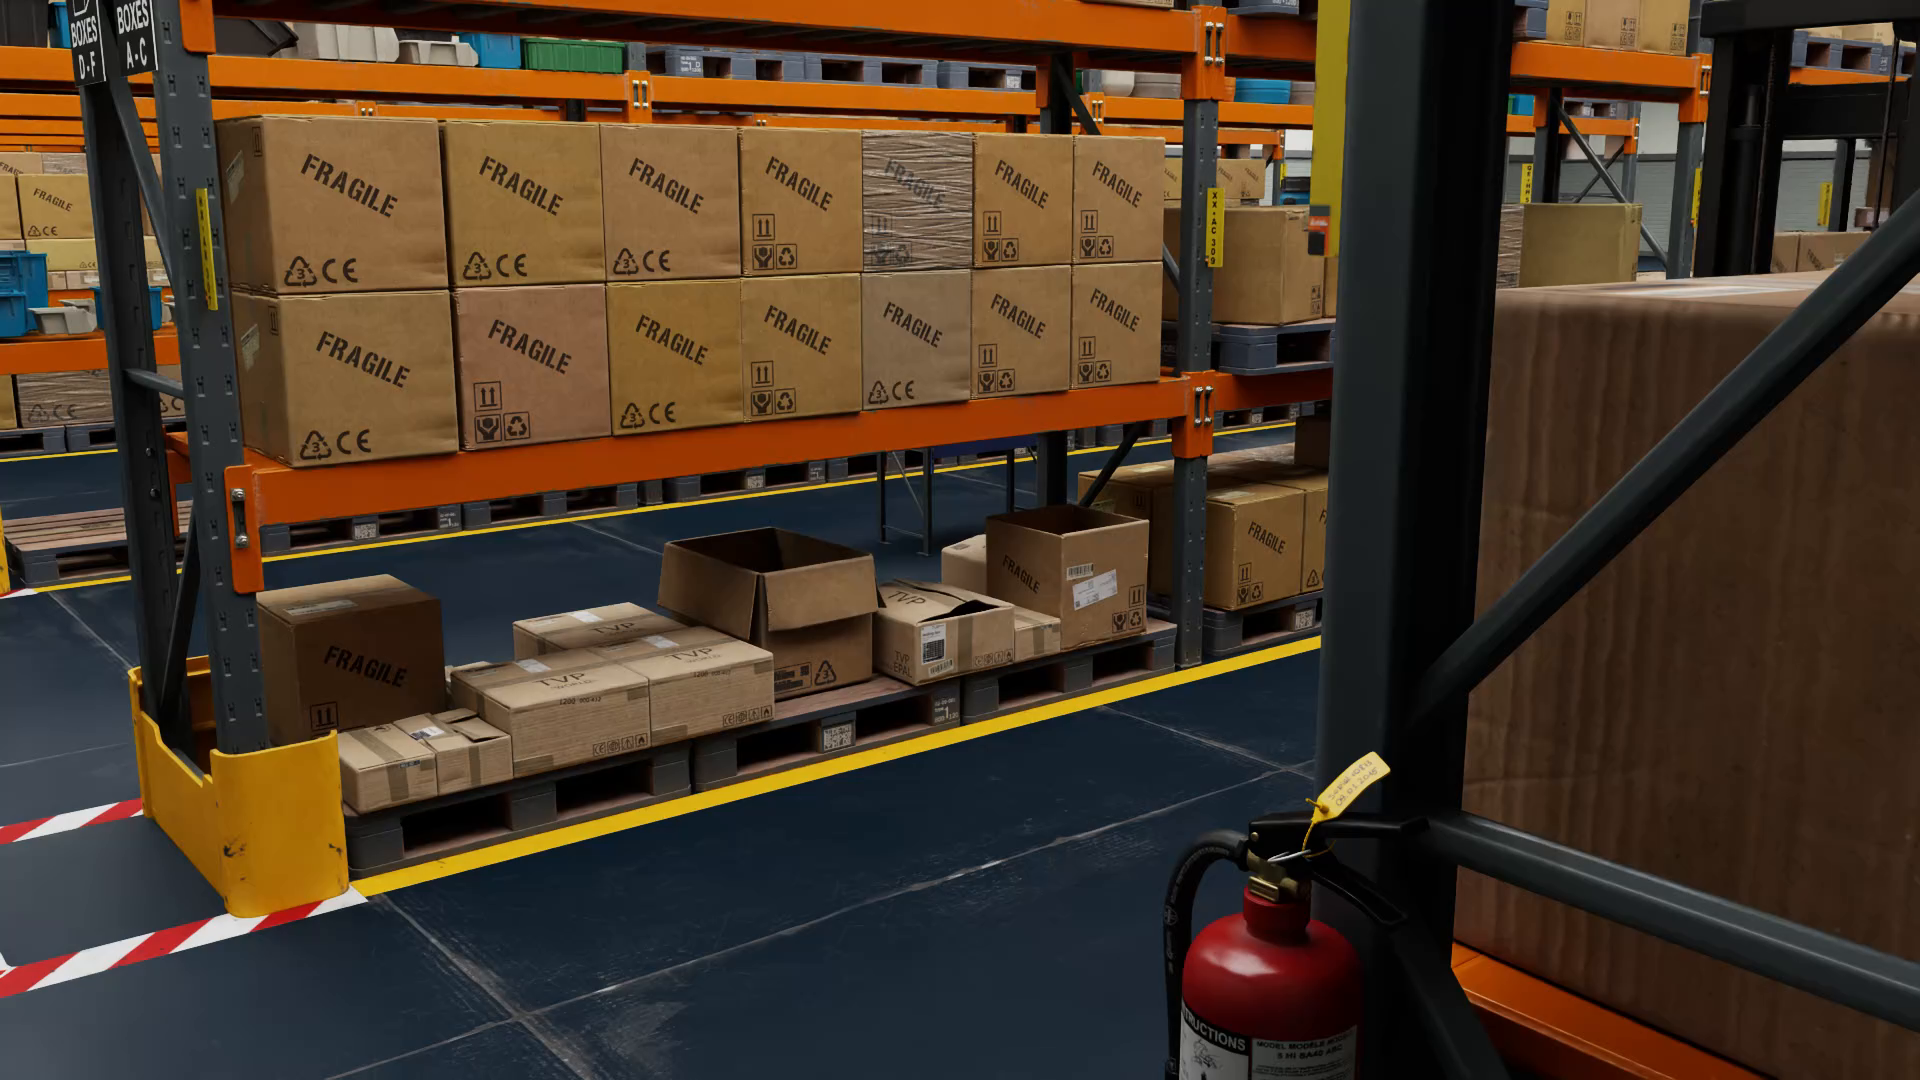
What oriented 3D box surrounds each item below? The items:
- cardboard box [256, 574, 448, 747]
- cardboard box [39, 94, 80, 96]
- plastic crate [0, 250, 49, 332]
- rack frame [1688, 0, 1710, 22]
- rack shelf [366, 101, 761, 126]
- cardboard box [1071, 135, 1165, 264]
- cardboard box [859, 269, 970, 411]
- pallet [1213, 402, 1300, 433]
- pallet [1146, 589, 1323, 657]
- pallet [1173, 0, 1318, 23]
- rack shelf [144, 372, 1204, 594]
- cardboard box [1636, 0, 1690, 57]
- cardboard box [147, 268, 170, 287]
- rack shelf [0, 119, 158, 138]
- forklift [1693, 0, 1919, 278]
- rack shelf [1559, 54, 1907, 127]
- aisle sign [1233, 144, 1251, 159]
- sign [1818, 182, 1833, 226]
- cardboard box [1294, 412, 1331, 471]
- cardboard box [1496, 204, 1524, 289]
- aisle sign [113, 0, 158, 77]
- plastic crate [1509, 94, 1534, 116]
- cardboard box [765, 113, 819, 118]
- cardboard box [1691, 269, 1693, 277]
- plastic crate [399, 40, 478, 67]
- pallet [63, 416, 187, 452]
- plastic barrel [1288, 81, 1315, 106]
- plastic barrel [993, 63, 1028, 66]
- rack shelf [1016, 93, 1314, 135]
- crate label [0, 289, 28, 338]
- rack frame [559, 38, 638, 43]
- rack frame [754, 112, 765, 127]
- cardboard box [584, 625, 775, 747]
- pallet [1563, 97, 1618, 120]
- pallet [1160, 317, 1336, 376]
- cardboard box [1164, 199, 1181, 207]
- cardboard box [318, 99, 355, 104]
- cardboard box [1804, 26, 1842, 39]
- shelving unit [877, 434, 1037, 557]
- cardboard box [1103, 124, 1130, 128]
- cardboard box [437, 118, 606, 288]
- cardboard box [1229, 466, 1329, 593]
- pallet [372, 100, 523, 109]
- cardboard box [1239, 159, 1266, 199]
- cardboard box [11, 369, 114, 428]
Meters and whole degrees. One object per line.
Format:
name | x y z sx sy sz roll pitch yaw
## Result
cardboard box | -2.128 0.439 5.783 0.500 0.500 0.500 -9 15 -38
cardboard box | -9.488 -4.559 17.503 0.500 0.250 0.500 -10 15 -38
plastic crate | -5.345 -1.382 9.172 0.499 0.435 0.616 -9 15 -38
rack frame | 3.848 -4.431 9.314 0.127 3.000 1.000 -9 15 -38
rack shelf | -3.899 -3.959 16.047 4.000 0.370 1.077 -9 15 -38
cardboard box | 0.492 -1.407 6.872 0.500 0.500 0.500 -9 15 -37
cardboard box | -0.307 -0.785 6.349 0.500 0.500 0.500 -9 15 -36
pallet | 2.338 -1.188 15.198 1.213 0.211 1.003 -9 15 -38
pallet | 1.336 0.275 8.308 1.213 0.211 1.003 -9 15 -38
pallet | 1.278 -2.426 7.546 1.003 0.211 1.213 -9 15 -38
rack shelf | -0.837 -0.366 6.345 4.000 0.370 1.077 -9 15 -38
cardboard box | 3.528 -2.950 9.323 0.500 0.500 0.910 -9 15 -38
cardboard box | -6.697 -2.169 13.711 0.250 0.149 0.380 -9 15 -37
rack shelf | -10.042 -4.258 17.453 4.000 0.370 1.077 -9 15 -38
forklift | 3.691 -0.772 6.694 3.031 2.935 1.130 -9 15 -36
rack shelf | 5.410 -2.871 10.922 4.000 0.370 1.077 -9 15 -38
aisle sign | 3.770 -5.470 22.392 0.004 0.787 0.394 -9 15 -38
sign | 6.624 -2.567 12.706 0.005 0.325 0.100 -9 15 -38
cardboard box | 2.035 -0.489 8.349 0.500 0.250 0.500 -9 15 -38
cardboard box | 2.593 -1.563 8.999 0.500 0.500 0.700 -6 13 -27
aisle sign | -2.269 -1.673 4.512 0.004 0.787 0.394 -9 15 -38
plastic crate | 5.703 -4.501 16.906 0.575 0.384 0.392 -9 15 -38
cardboard box | -1.812 -4.517 17.303 0.500 0.250 0.500 -9 15 -37
cardboard box | 4.667 -1.537 10.345 0.500 0.311 0.500 -10 15 -38
plastic crate | -3.122 -2.892 9.927 0.466 0.136 0.293 -9 15 -38
pallet | -7.057 -0.975 14.197 1.213 0.211 1.003 -9 15 -38
plastic barrel | 3.108 -4.345 14.927 0.600 0.901 0.600 0 12 0
plastic barrel | 0.311 -4.110 12.979 0.708 0.830 0.600 -9 15 -38
rack shelf | 2.318 -3.675 14.708 4.000 0.370 1.077 -9 15 -38
crate label | -5.092 -1.188 8.745 0.303 0.233 0.416 -9 15 -38
rack frame | -2.367 -4.715 10.655 0.127 3.000 1.000 -9 15 -38
rack frame | -2.338 -3.103 17.506 0.127 3.000 1.000 -9 15 -38
cardboard box | -1.016 0.518 6.015 0.500 0.250 0.500 -9 15 -38
pallet | 6.296 -4.621 17.889 1.213 0.211 1.003 -9 15 -38
pallet | 1.417 -0.969 7.918 1.213 0.211 1.003 -9 15 -38
cardboard box | 2.332 -4.064 21.072 0.500 0.500 0.875 -9 15 -38
cardboard box | -7.192 -5.304 19.390 0.637 0.503 0.797 -10 15 -38
cardboard box | 5.440 -3.376 10.920 0.500 0.250 0.500 -11 16 -42
shelving unit | 0.067 -0.745 10.010 1.048 1.500 0.538 -9 15 -38
cardboard box | 1.707 -5.103 20.061 0.500 0.250 0.500 -10 15 -38
cardboard box | -1.484 -1.080 5.329 0.500 0.500 0.500 -9 15 -37
cardboard box | 1.664 -0.064 8.151 0.500 0.500 0.500 -9 15 -37
pallet | -4.776 -4.085 15.368 1.217 0.209 0.805 -10 16 -40
cardboard box | 3.634 -4.713 21.725 0.500 0.500 0.500 -9 15 -38
cardboard box | -7.424 -1.445 13.803 0.875 0.875 0.875 -9 15 -38
